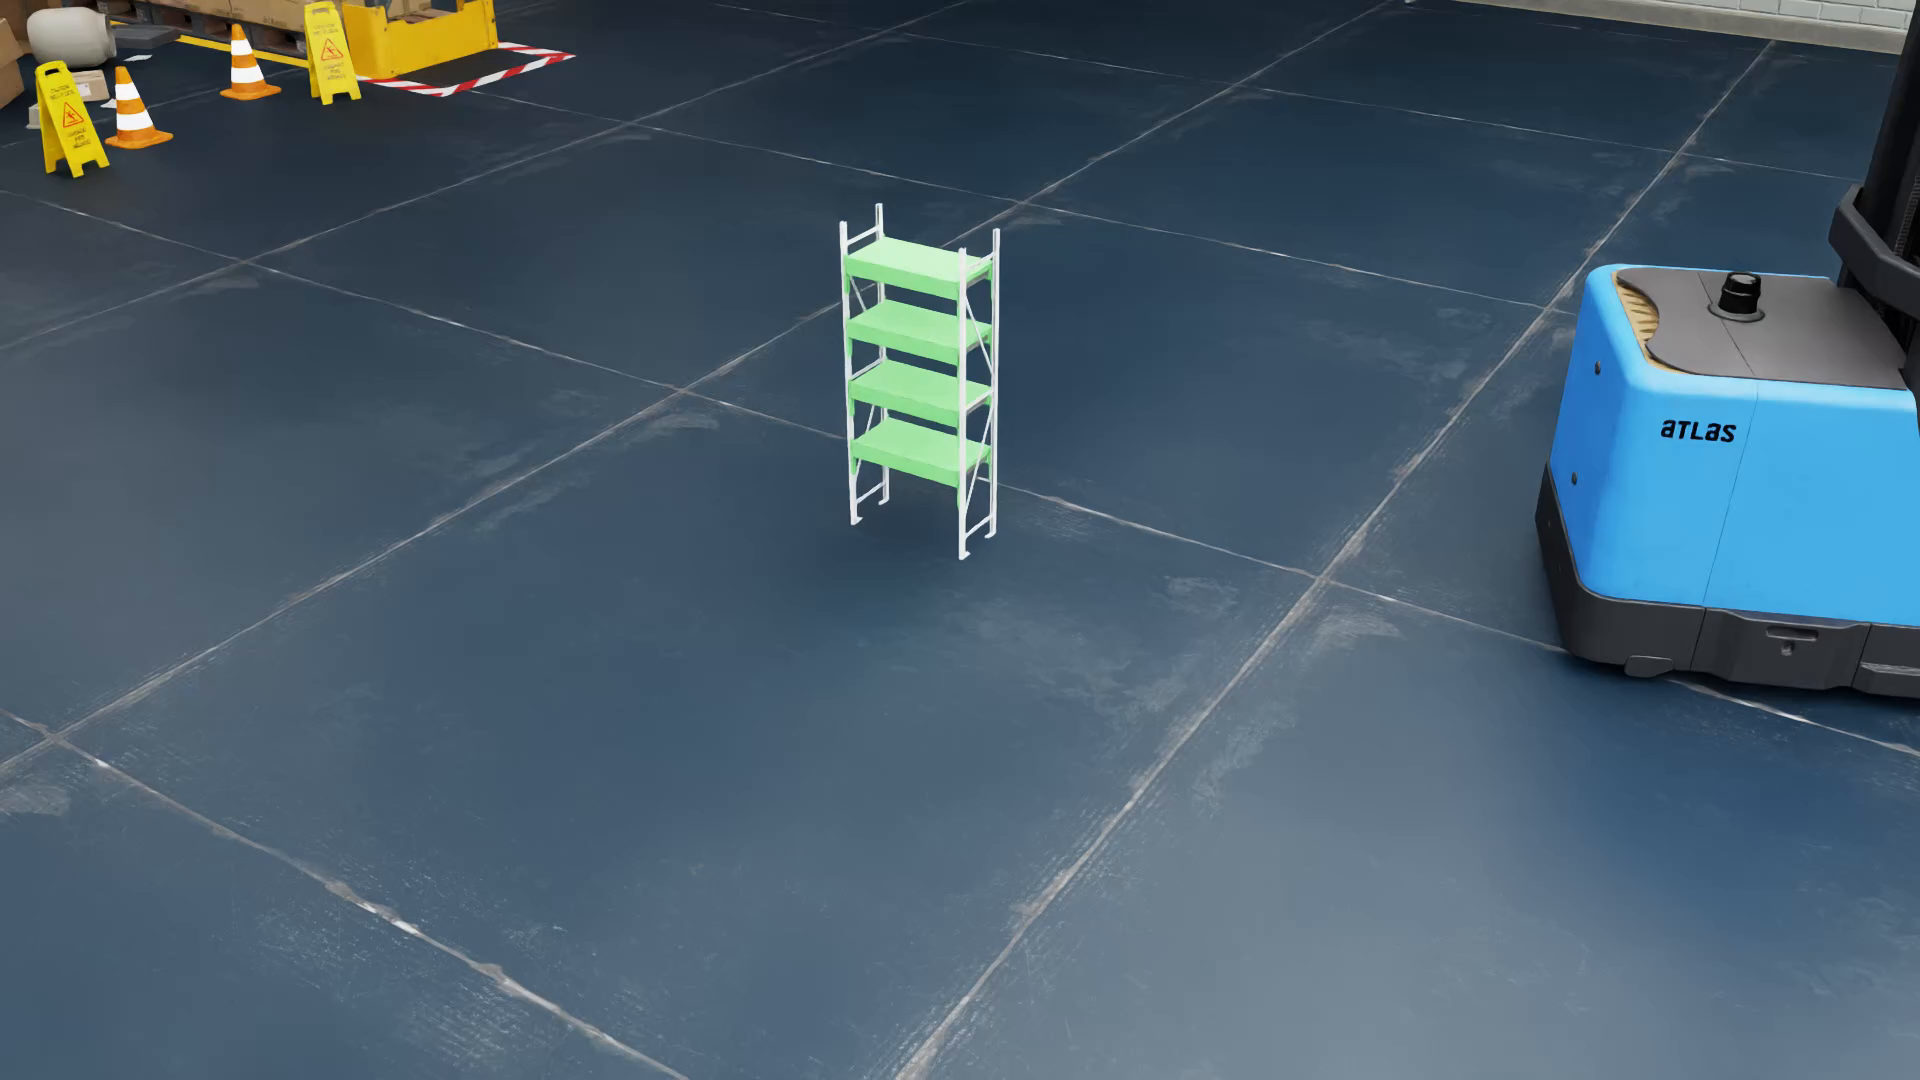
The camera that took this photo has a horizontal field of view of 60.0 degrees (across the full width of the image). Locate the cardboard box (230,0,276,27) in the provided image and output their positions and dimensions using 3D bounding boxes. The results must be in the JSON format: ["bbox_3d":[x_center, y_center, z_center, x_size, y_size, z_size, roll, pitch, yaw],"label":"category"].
[{"bbox_3d":[-5.157,-4.090,12.597,0.500,0.250,0.500,18,35,28],"label":"cardboard box"}]

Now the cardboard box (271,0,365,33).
[{"bbox_3d":[-4.743,-3.955,12.364,0.500,0.250,0.500,17,34,27],"label":"cardboard box"}]

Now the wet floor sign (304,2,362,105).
[{"bbox_3d":[-4.303,-3.328,11.315,0.267,0.644,0.232,-21,36,-32],"label":"wet floor sign"}]

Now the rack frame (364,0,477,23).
[{"bbox_3d":[-3.895,-4.853,11.592,0.127,3.000,1.000,18,35,27],"label":"rack frame"}]

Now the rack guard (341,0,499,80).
[{"bbox_3d":[-3.959,-3.793,12.256,0.348,0.500,1.175,18,35,27],"label":"rack guard"}]

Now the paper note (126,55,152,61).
[{"bbox_3d":[-6.116,-3.598,12.387,0.148,0.019,0.142,6,31,10],"label":"paper note"}]

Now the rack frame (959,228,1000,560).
[{"bbox_3d":[0.066,-0.497,5.912,0.015,1.200,0.240,18,35,27],"label":"rack frame"}]

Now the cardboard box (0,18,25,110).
[{"bbox_3d":[-6.729,-3.165,11.175,0.637,0.503,0.797,-4,30,-7],"label":"cardboard box"}]

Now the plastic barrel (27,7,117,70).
[{"bbox_3d":[-6.449,-3.647,12.082,0.512,0.421,0.421,-9,32,-15],"label":"plastic barrel"}]

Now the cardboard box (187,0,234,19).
[{"bbox_3d":[-5.603,-4.228,12.833,0.500,0.250,0.500,16,34,26],"label":"cardboard box"}]

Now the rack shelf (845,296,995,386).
[{"bbox_3d":[-0.140,-0.715,5.935,0.480,0.148,0.258,18,35,27],"label":"rack shelf"}]

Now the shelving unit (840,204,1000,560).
[{"bbox_3d":[-0.140,-0.563,6.024,0.503,1.200,0.258,18,35,27],"label":"shelving unit"}]

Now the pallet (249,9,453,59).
[{"bbox_3d":[-4.629,-3.901,12.728,1.213,0.211,1.003,18,35,27],"label":"pallet"}]

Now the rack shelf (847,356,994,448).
[{"bbox_3d":[-0.140,-0.507,6.056,0.480,0.148,0.258,18,35,27],"label":"rack shelf"}]

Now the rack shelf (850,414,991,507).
[{"bbox_3d":[-0.140,-0.300,6.177,0.480,0.148,0.258,18,35,27],"label":"rack shelf"}]

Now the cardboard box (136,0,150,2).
[{"bbox_3d":[-6.468,-4.507,13.310,0.500,0.250,0.500,20,36,30],"label":"cardboard box"}]

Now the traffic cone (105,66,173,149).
[{"bbox_3d":[-5.247,-2.757,10.516,0.334,0.463,0.336,18,35,27],"label":"traffic cone"}]

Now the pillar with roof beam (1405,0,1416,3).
[{"bbox_3d":[1.423,-6.690,8.787,0.400,9.000,9.100,18,35,27],"label":"pillar with roof beam"}]

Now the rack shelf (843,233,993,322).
[{"bbox_3d":[-0.140,-0.922,5.814,0.480,0.148,0.258,18,35,27],"label":"rack shelf"}]

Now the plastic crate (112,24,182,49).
[{"bbox_3d":[-6.389,-3.893,12.843,0.583,0.080,0.402,6,31,10],"label":"plastic crate"}]

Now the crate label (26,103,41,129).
[{"bbox_3d":[-5.946,-2.800,10.914,0.298,0.136,0.250,1,30,2],"label":"crate label"}]

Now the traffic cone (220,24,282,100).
[{"bbox_3d":[-4.945,-3.322,11.485,0.334,0.463,0.336,18,35,27],"label":"traffic cone"}]

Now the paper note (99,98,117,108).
[{"bbox_3d":[-5.754,-2.974,11.318,0.142,0.019,0.148,6,31,10],"label":"paper note"}]

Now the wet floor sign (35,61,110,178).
[{"bbox_3d":[-5.364,-2.533,9.952,0.232,0.644,0.267,12,32,19],"label":"wet floor sign"}]

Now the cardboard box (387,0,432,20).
[{"bbox_3d":[-4.431,-4.181,12.751,0.500,0.250,0.500,17,34,27],"label":"cardboard box"}]

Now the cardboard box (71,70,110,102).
[{"bbox_3d":[-6.078,-3.110,11.434,0.380,0.149,0.250,-15,33,-24],"label":"cardboard box"}]

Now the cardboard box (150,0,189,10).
[{"bbox_3d":[-6.018,-4.366,13.068,0.500,0.250,0.500,17,34,27],"label":"cardboard box"}]

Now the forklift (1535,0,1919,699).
[{"bbox_3d":[3.571,-0.935,4.945,3.031,2.935,1.130,5,31,9],"label":"forklift"}]

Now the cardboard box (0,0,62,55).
[{"bbox_3d":[-7.099,-3.978,12.570,0.500,0.500,0.500,-9,32,-15],"label":"cardboard box"}]

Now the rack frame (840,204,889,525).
[{"bbox_3d":[-0.347,-0.628,6.136,0.015,1.200,0.240,18,35,27],"label":"rack frame"}]

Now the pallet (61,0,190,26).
[{"bbox_3d":[-6.695,-4.555,13.848,1.213,0.211,1.003,18,35,27],"label":"pallet"}]

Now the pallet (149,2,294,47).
[{"bbox_3d":[-5.658,-4.229,13.289,1.213,0.211,1.003,18,35,27],"label":"pallet"}]
